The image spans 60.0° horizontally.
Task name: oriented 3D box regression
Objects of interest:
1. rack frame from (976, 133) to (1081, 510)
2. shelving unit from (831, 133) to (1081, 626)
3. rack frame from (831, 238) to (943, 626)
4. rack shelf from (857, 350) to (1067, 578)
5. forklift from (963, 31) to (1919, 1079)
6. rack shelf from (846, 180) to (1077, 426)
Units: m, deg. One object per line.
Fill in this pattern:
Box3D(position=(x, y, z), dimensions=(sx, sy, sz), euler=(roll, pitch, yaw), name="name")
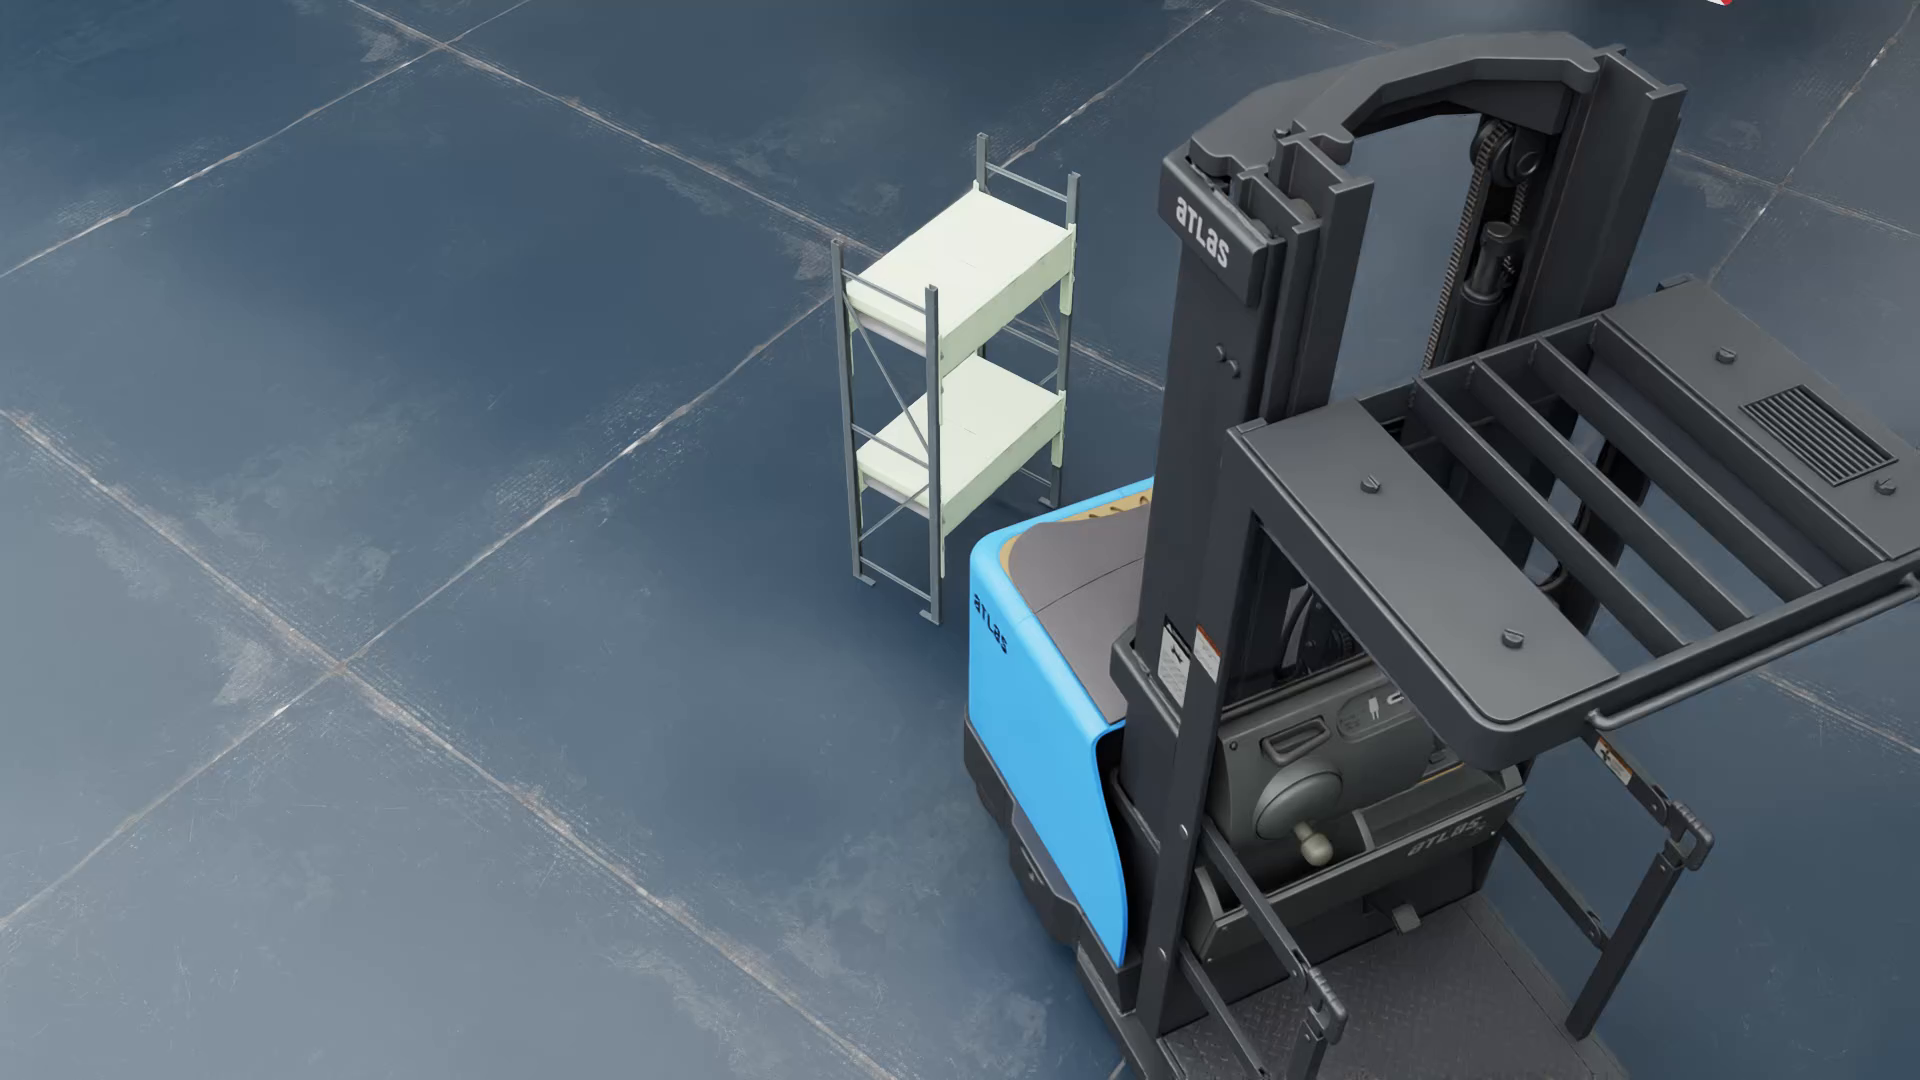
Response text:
Box3D(position=(0.220, -0.724, 5.904), dimensions=(0.400, 1.500, 0.023), euler=(29, 53, 25), name="rack frame")
Box3D(position=(-0.004, -0.514, 5.704), dimensions=(0.431, 1.500, 0.755), euler=(29, 53, 25), name="shelving unit")
Box3D(position=(-0.228, -0.305, 5.504), dimensions=(0.400, 1.500, 0.023), euler=(29, 53, 25), name="rack frame")
Box3D(position=(-0.004, -0.289, 5.940), dimensions=(0.431, 0.370, 0.720), euler=(29, 53, 25), name="rack shelf")
Box3D(position=(1.101, 0.541, 3.706), dimensions=(1.130, 2.935, 3.031), euler=(-19, 49, -17), name="forklift")
Box3D(position=(-0.004, -0.784, 5.422), dimensions=(0.431, 0.370, 0.720), euler=(29, 53, 25), name="rack shelf")
